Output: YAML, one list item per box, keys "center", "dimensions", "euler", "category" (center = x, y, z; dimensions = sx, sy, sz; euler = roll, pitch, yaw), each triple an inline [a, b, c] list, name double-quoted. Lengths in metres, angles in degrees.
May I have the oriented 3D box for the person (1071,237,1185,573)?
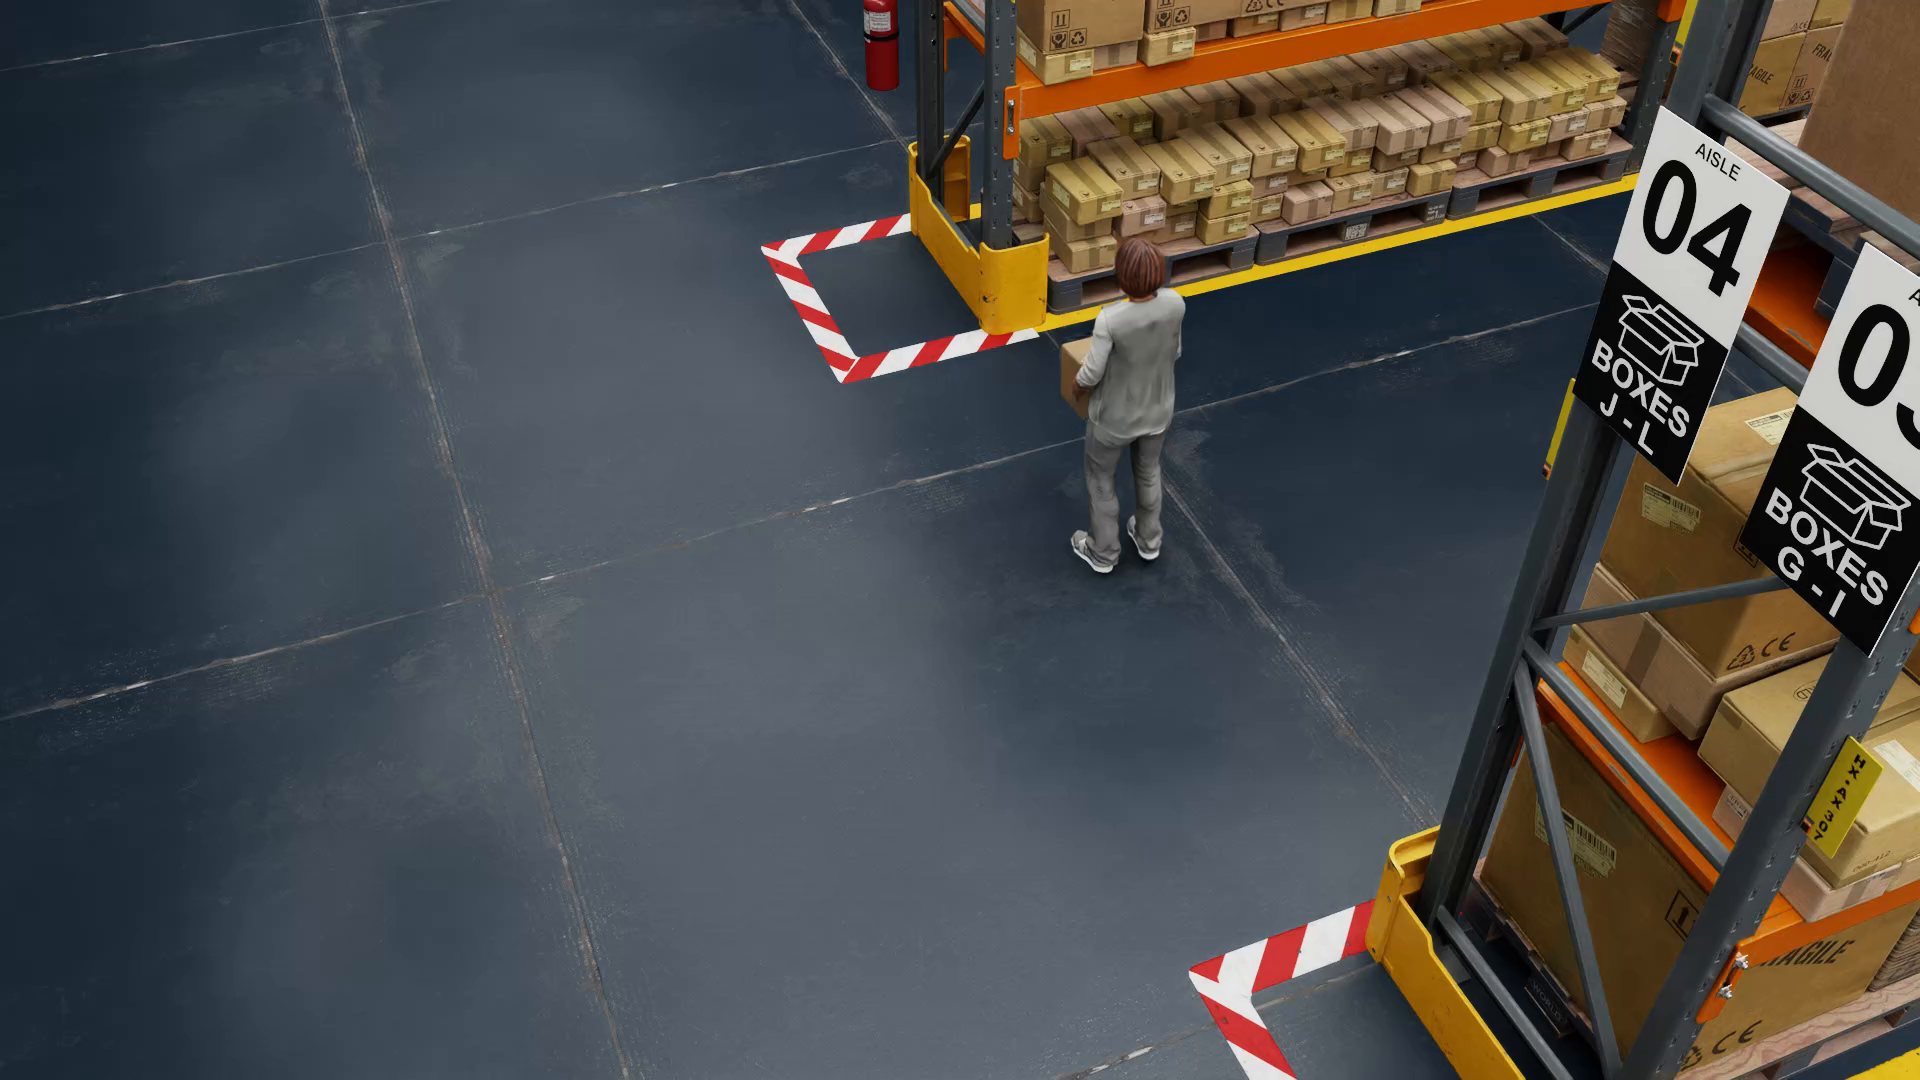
- center: [0.667, -0.548, 6.762]
  dimensions: [0.444, 1.603, 0.411]
  euler: [-16, 45, -17]
  category: "person"
